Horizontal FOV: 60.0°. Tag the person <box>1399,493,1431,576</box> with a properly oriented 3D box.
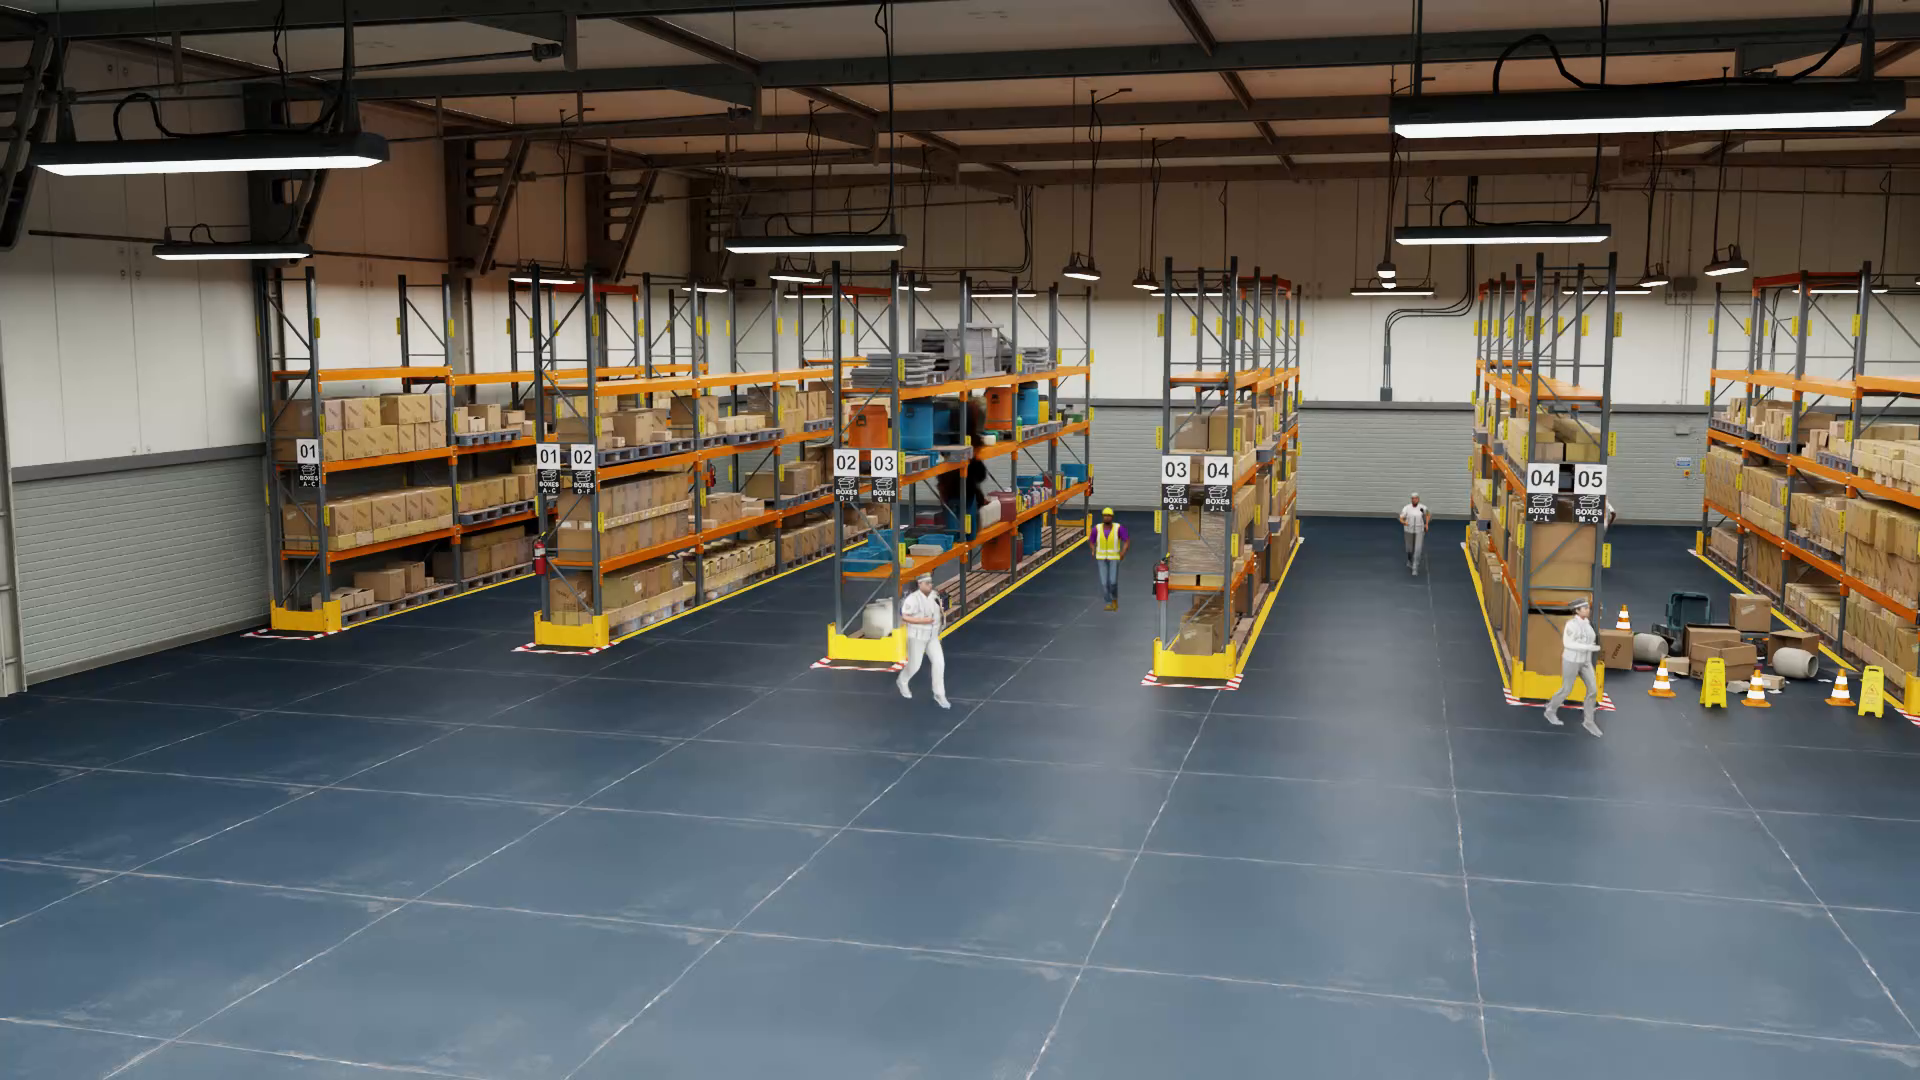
[{"bbox_3d":[9.329,-0.139,34.140,0.617,1.678,0.920,2,8,16],"label":"person"}]

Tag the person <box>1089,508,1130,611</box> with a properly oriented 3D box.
[{"bbox_3d":[2.472,0.339,27.775,0.674,1.754,0.536,2,7,14],"label":"person"}]

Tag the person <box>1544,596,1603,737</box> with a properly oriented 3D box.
[{"bbox_3d":[7.646,1.547,20.691,0.597,1.744,0.774,-5,9,-32],"label":"person"}]

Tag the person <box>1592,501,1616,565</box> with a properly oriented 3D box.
[{"bbox_3d":[13.371,-0.257,34.814,0.578,1.675,0.865,0,7,1],"label":"person"}]

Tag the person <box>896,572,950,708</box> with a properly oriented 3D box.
[{"bbox_3d":[-0.500,1.302,22.271,0.678,1.790,1.002,-5,9,-37],"label":"person"}]
